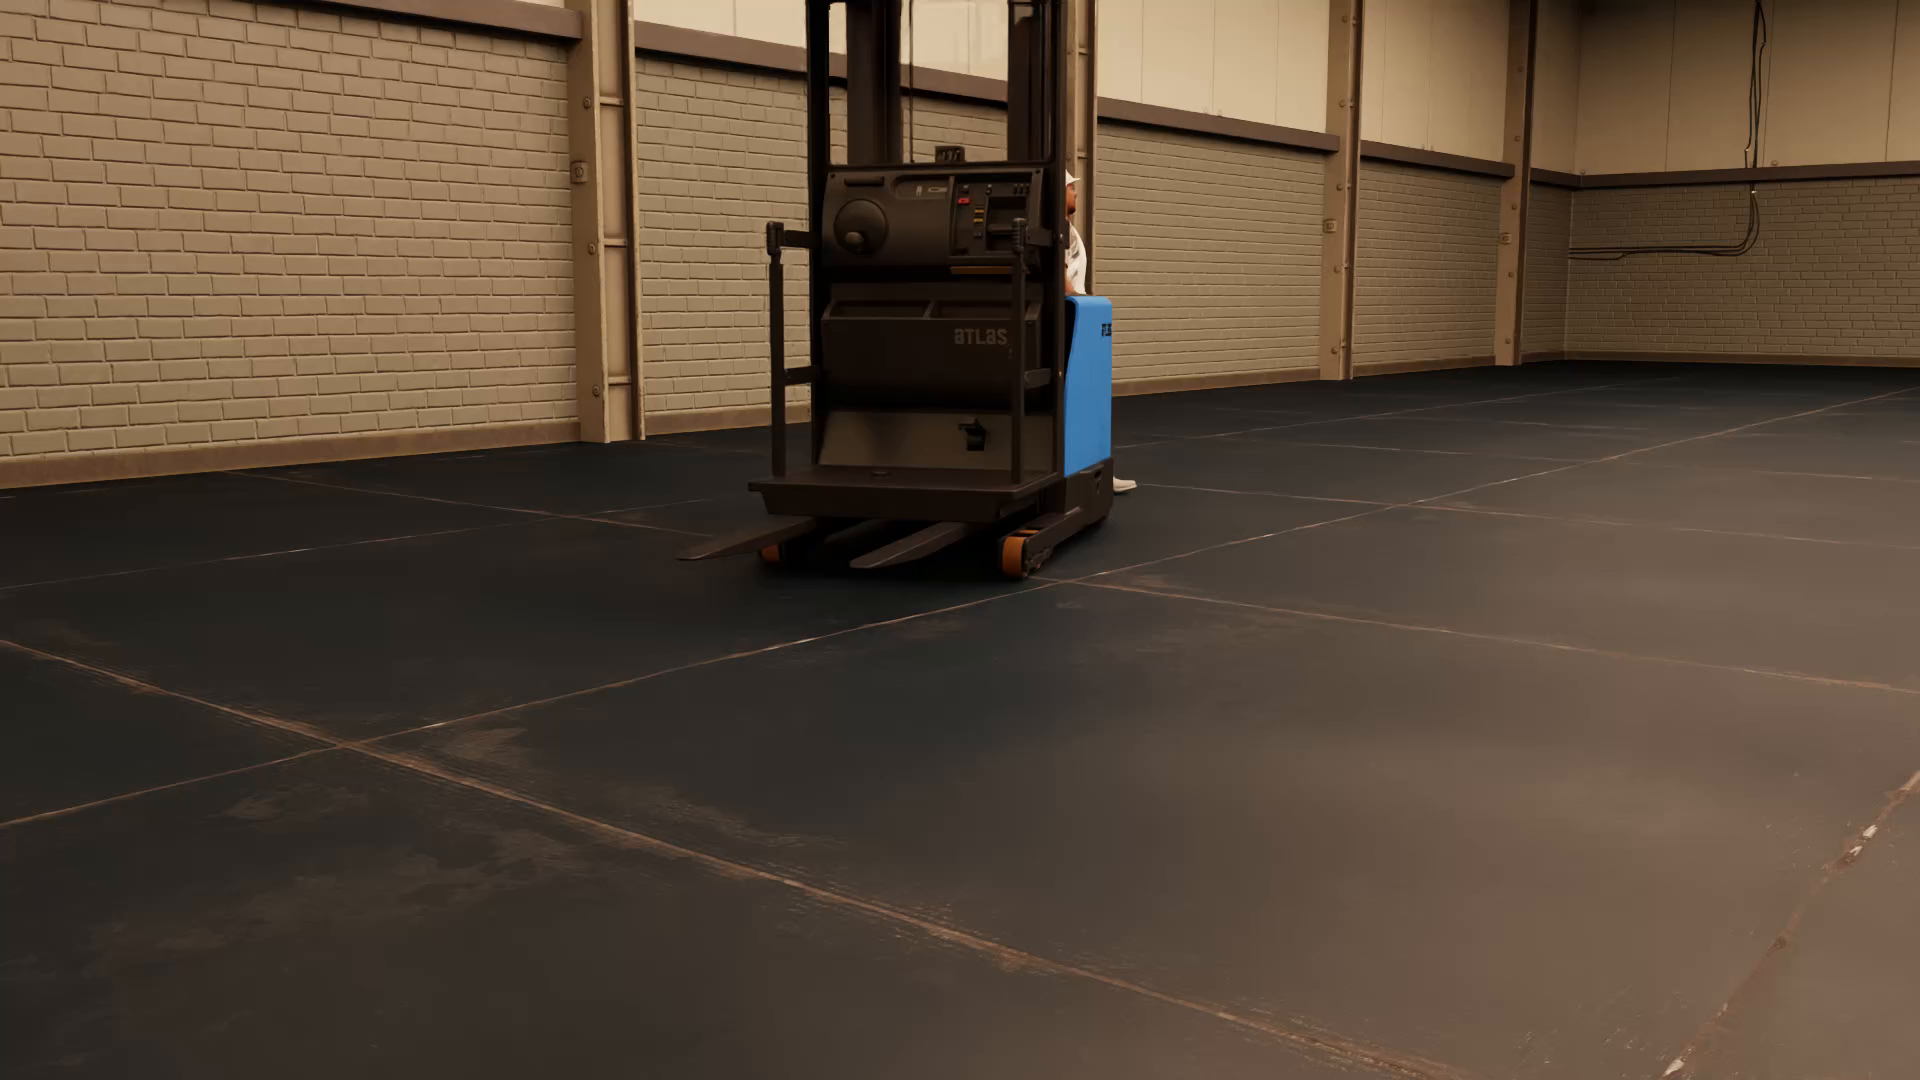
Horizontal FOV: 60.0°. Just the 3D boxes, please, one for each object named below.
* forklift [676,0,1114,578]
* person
[{"bbox_3d":[-0.176,-1.366,6.616,1.130,2.935,3.031,3,9,17],"label":"forklift"},{"bbox_3d":[0.647,-1.174,9.223,0.575,1.783,0.656,-1,8,-8],"label":"person"}]
